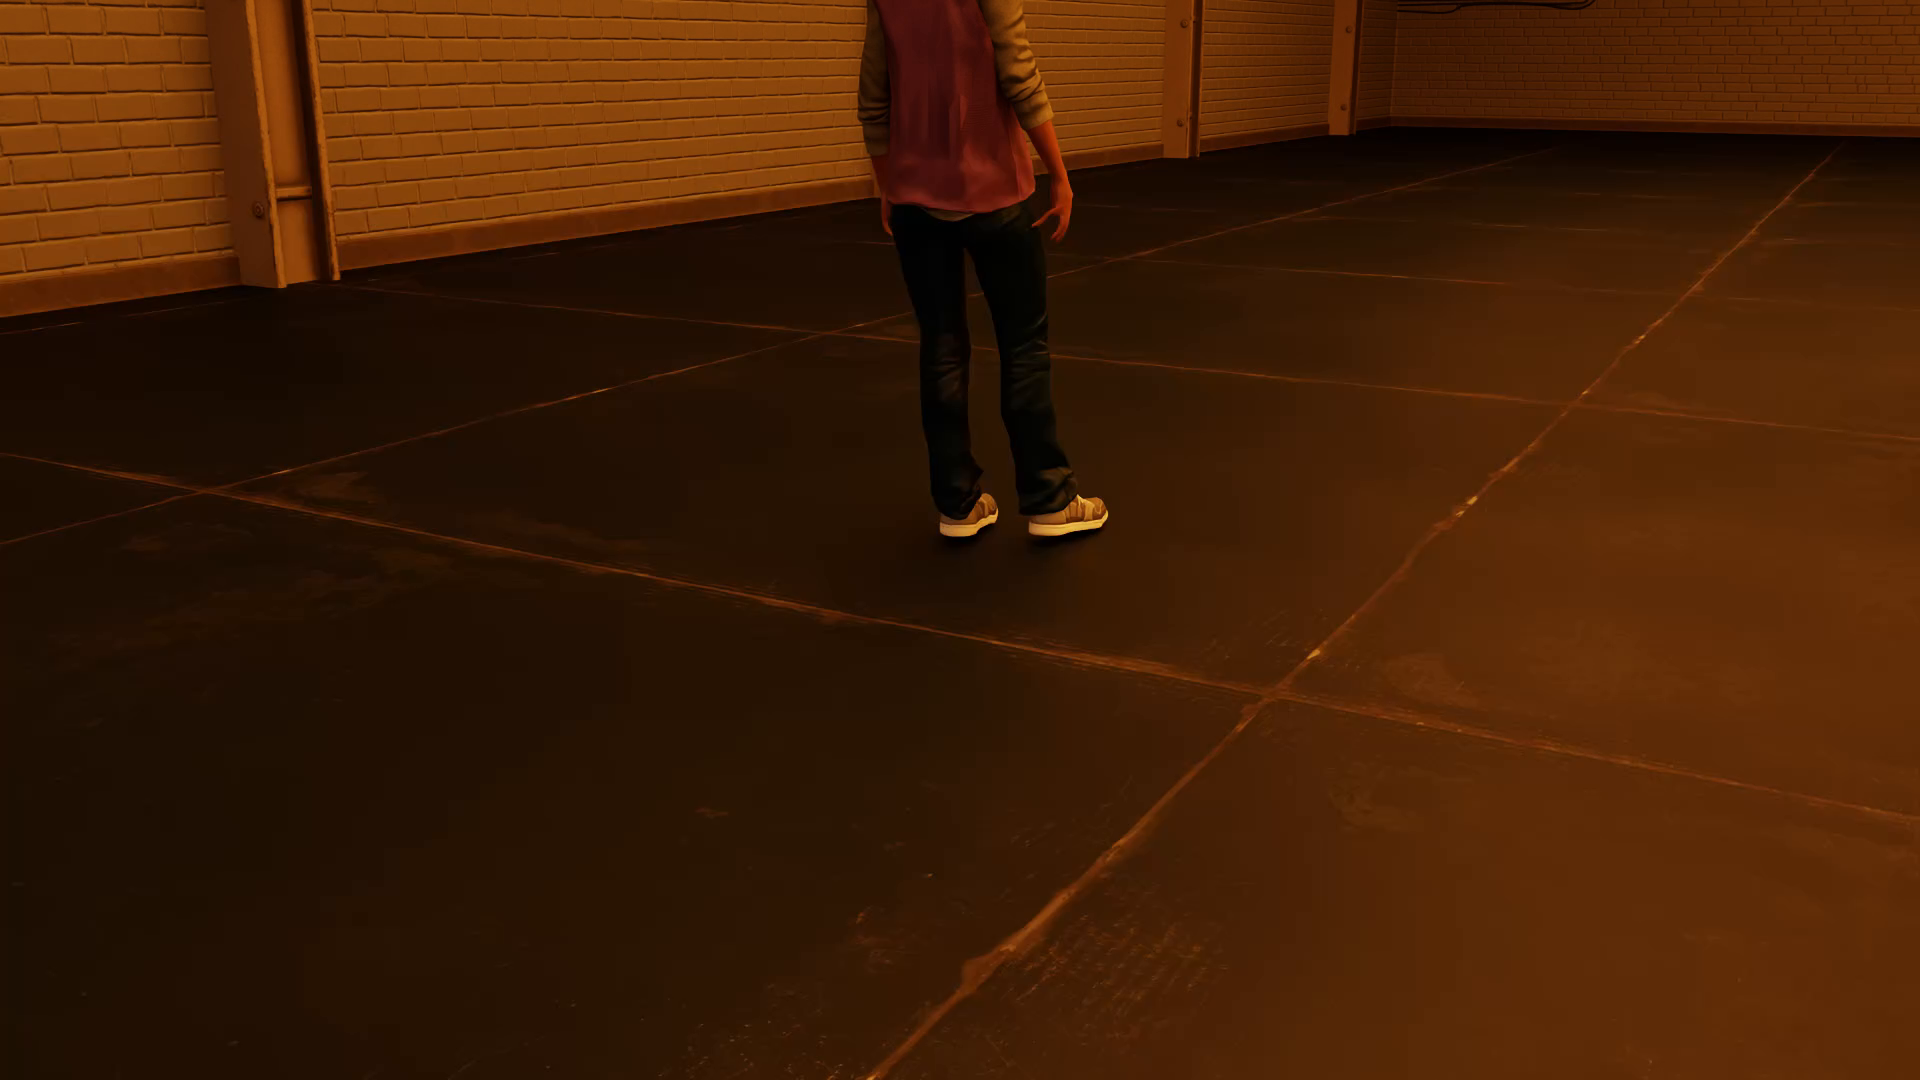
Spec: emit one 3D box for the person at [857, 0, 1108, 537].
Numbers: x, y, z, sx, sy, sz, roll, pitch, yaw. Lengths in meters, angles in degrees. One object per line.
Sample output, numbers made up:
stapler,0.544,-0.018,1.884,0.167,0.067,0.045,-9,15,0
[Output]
person,0.048,-0.789,3.868,0.520,1.597,0.476,9,19,28
